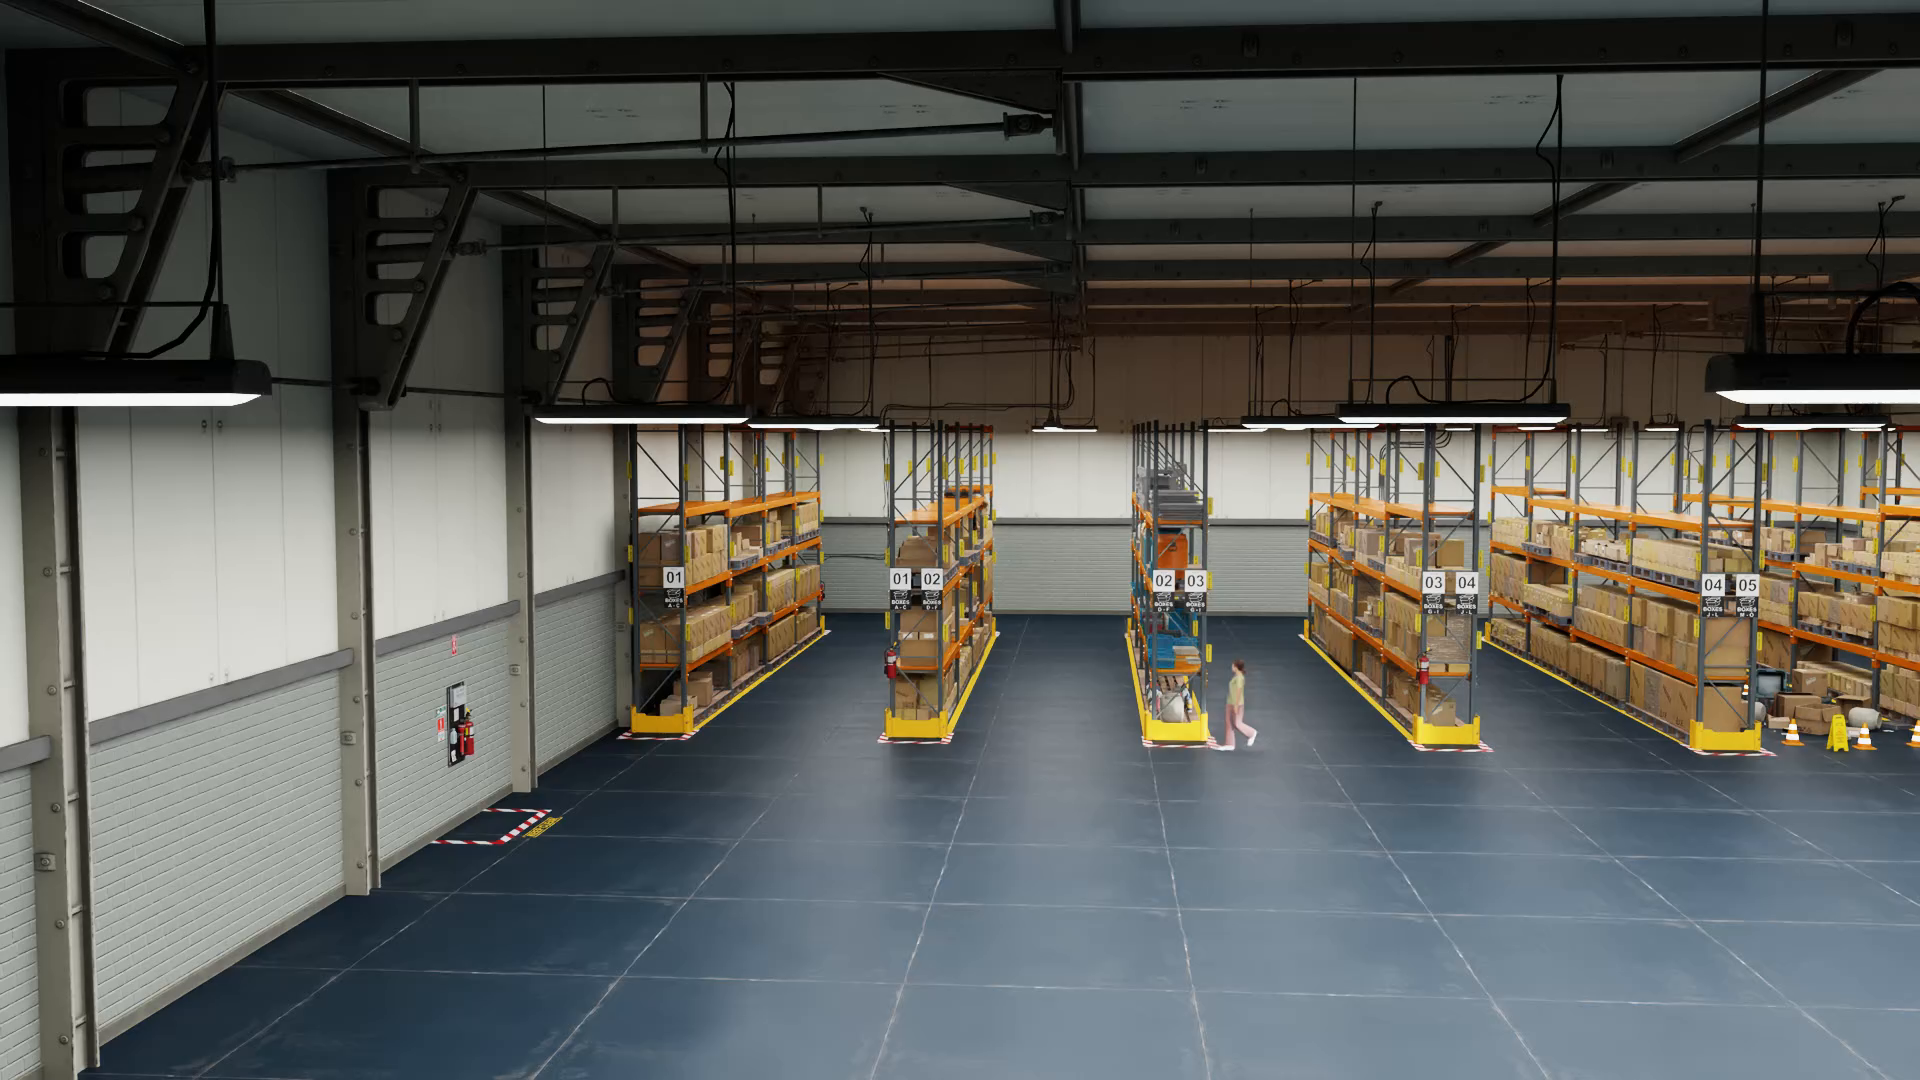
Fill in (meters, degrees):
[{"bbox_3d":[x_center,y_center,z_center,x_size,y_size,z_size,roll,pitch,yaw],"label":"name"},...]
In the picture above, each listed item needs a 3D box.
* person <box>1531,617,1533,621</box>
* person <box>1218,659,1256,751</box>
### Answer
[{"bbox_3d":[16.901,1.788,49.440,0.497,1.616,0.435,-3,4,-36],"label":"person"},{"bbox_3d":[5.035,2.982,30.119,0.687,1.660,0.434,-2,4,-31],"label":"person"}]
